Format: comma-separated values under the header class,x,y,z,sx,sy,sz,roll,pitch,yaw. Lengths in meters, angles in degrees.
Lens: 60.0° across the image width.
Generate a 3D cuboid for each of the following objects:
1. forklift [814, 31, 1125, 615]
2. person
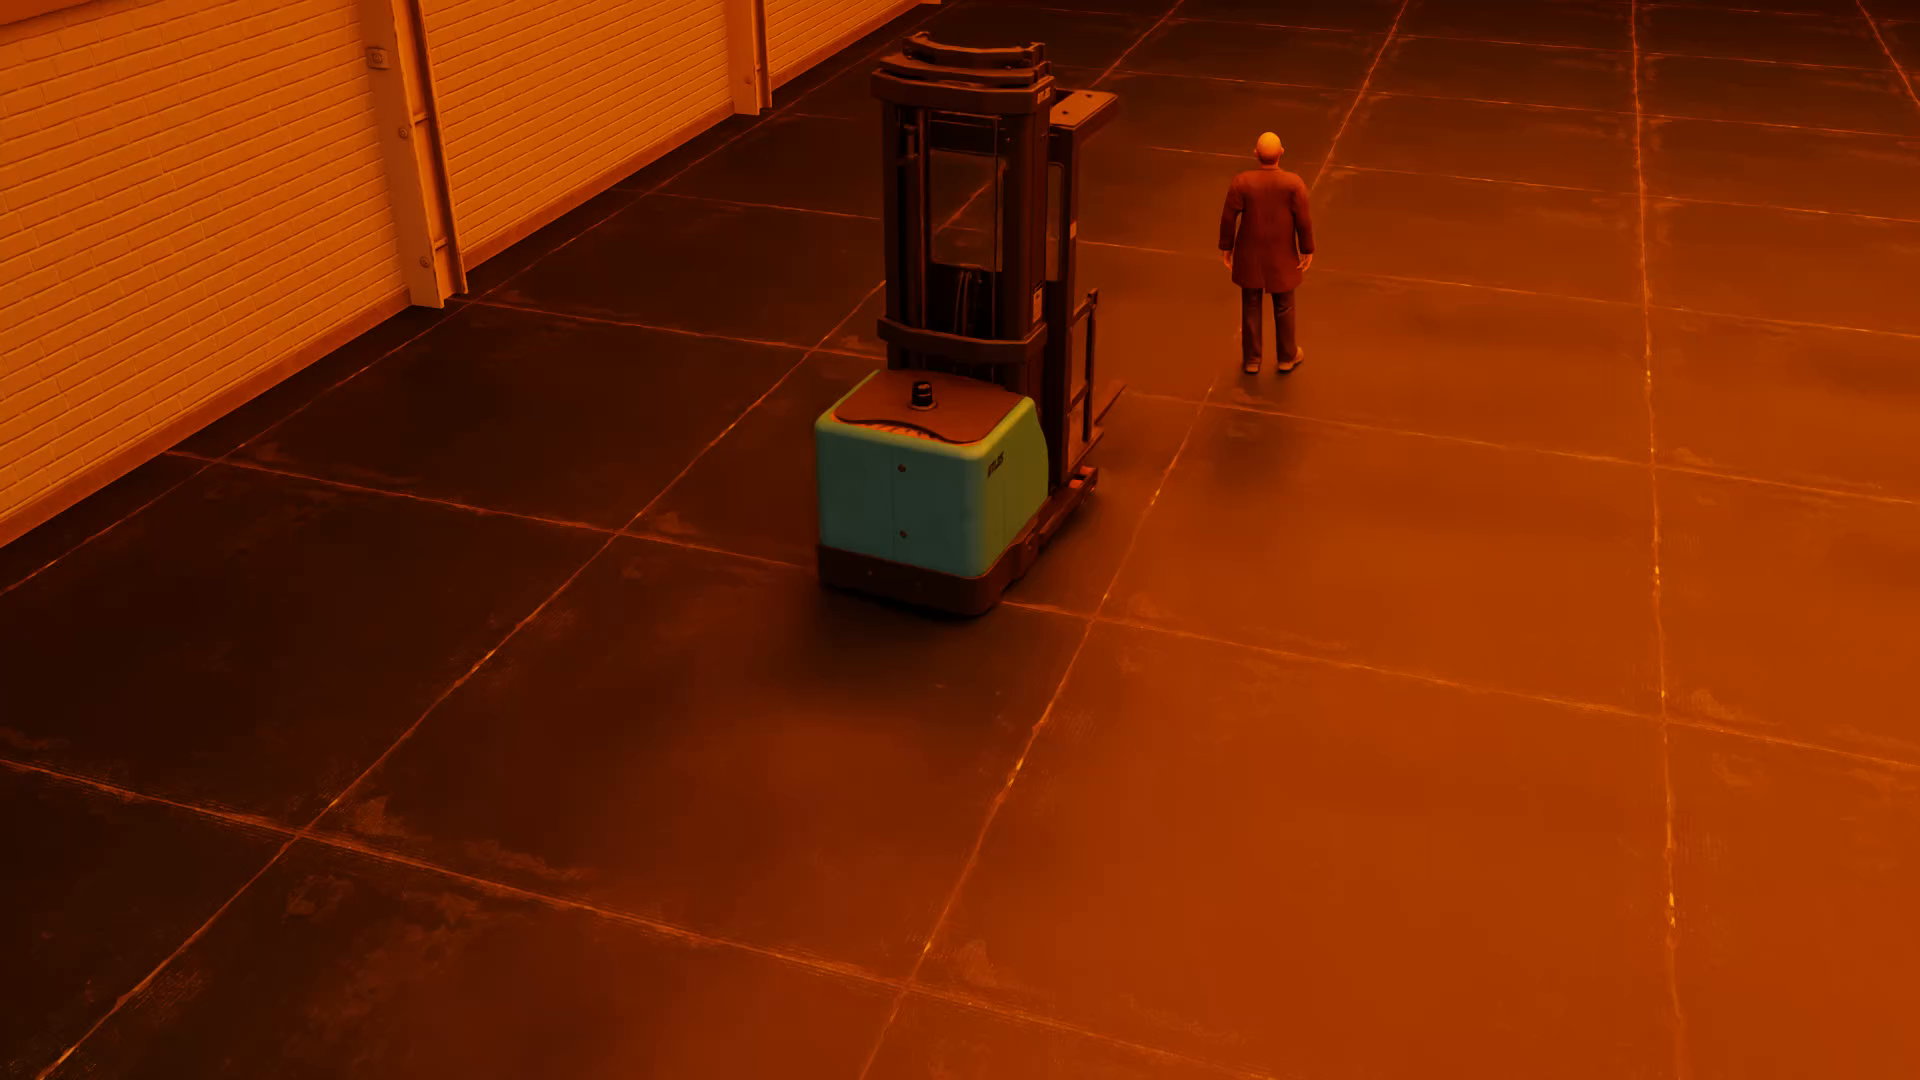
class,x,y,z,sx,sy,sz,roll,pitch,yaw
forklift,0.238,-1.566,9.884,1.130,2.935,3.031,12,32,20
person,2.209,-2.080,11.938,0.693,1.779,0.574,9,31,16
